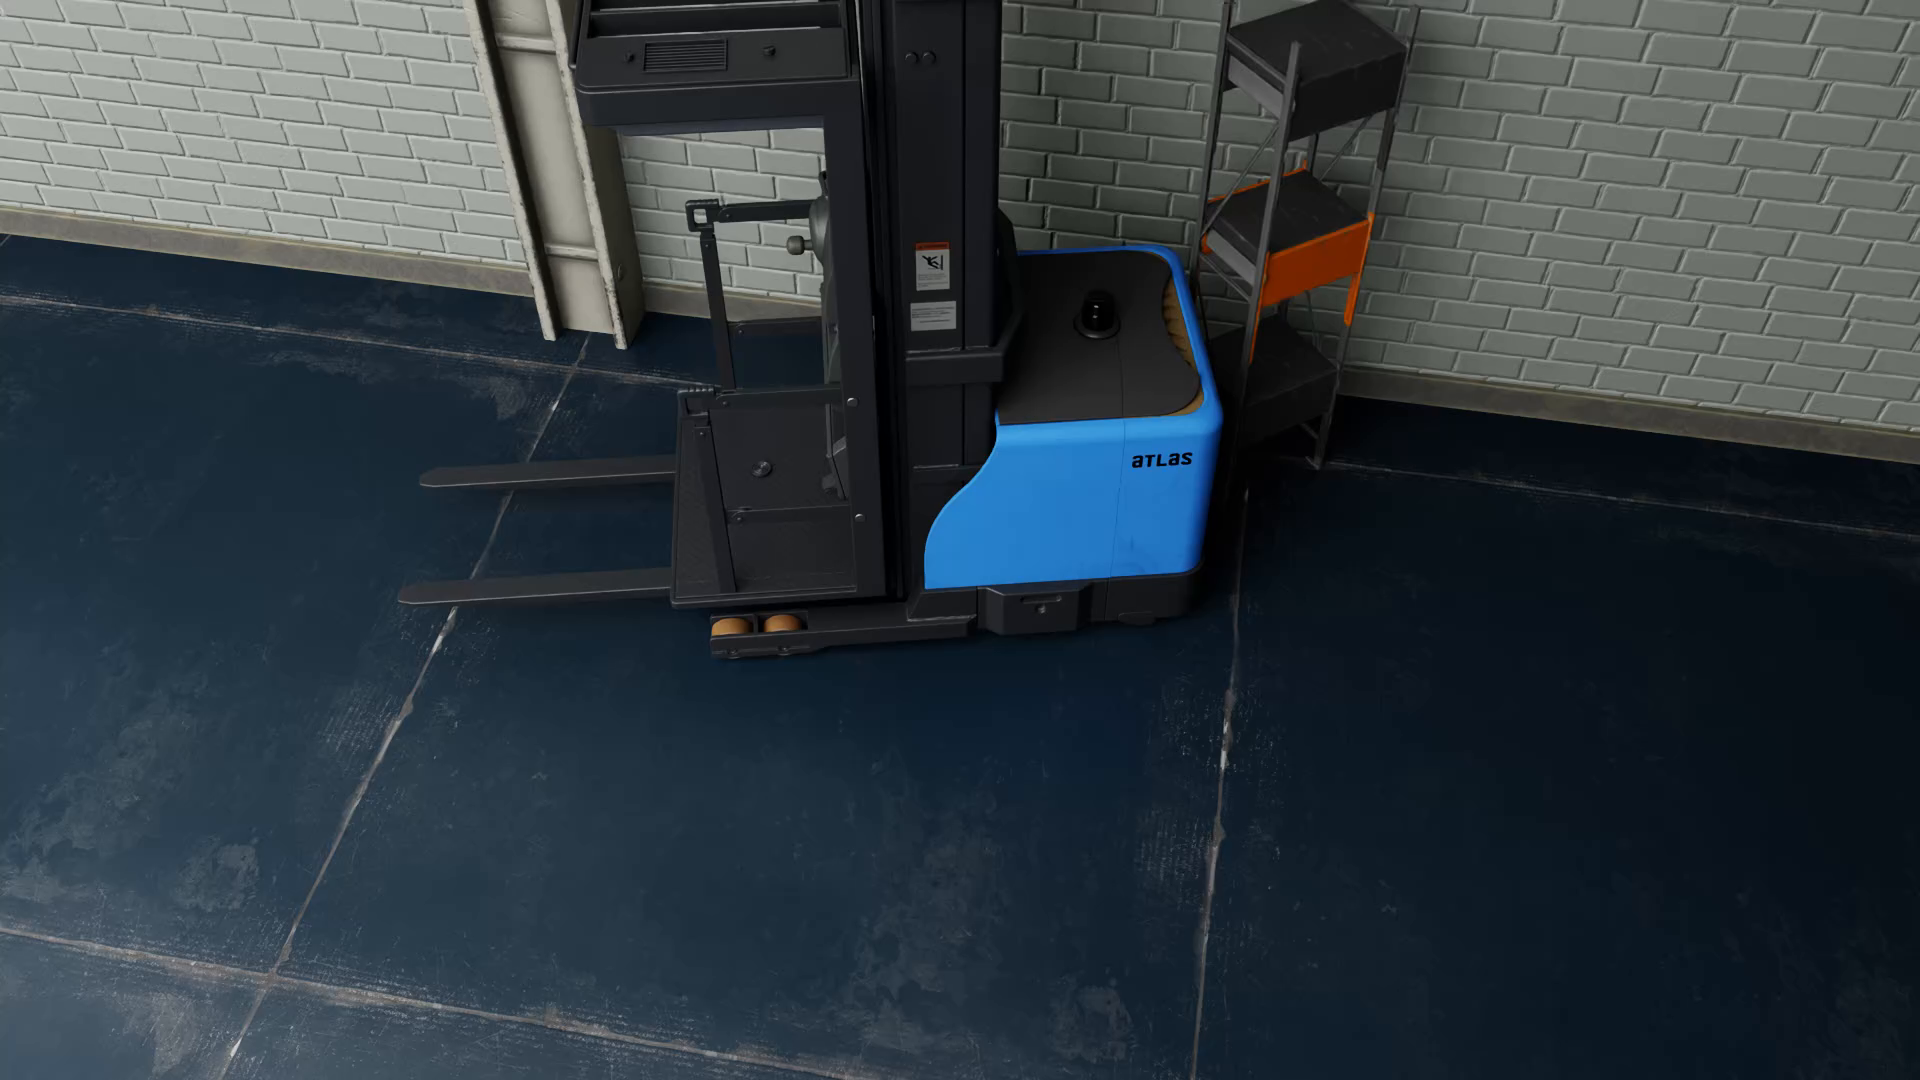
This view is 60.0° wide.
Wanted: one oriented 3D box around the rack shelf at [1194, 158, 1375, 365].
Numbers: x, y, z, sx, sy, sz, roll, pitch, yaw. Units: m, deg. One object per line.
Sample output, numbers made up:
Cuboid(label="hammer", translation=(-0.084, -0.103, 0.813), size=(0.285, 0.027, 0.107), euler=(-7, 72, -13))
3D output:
Cuboid(label="rack shelf", translation=(1.196, -1.048, 6.258), size=(0.480, 0.518, 0.431), euler=(-22, 50, -20))

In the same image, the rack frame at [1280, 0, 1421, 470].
Cuboid(label="rack frame", translation=(1.409, -1.144, 6.331), size=(0.015, 2.100, 0.400), euler=(-22, 50, -20))

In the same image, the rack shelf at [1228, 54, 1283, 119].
Cuboid(label="rack shelf", translation=(1.197, -1.601, 5.679), size=(0.442, 0.100, 0.332), euler=(-22, 50, -20))

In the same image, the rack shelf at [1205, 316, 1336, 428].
Cuboid(label="rack shelf", translation=(1.195, -0.660, 6.665), size=(0.457, 0.174, 0.368), euler=(-22, 50, -20))

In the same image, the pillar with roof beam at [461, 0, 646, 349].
Cuboid(label="pillar with roof beam", translation=(-2.431, -0.854, 1.439), size=(0.400, 9.000, 9.100), euler=(8, 49, 7))

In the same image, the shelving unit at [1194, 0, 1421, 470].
Cuboid(label="shelving unit", translation=(1.201, -1.060, 6.250), size=(0.492, 2.100, 0.431), euler=(-22, 50, -20))

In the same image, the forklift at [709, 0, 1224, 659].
Cuboid(label="forklift", translation=(-0.623, -0.941, 5.597), size=(3.031, 2.935, 1.130), euler=(-4, 48, -3))
